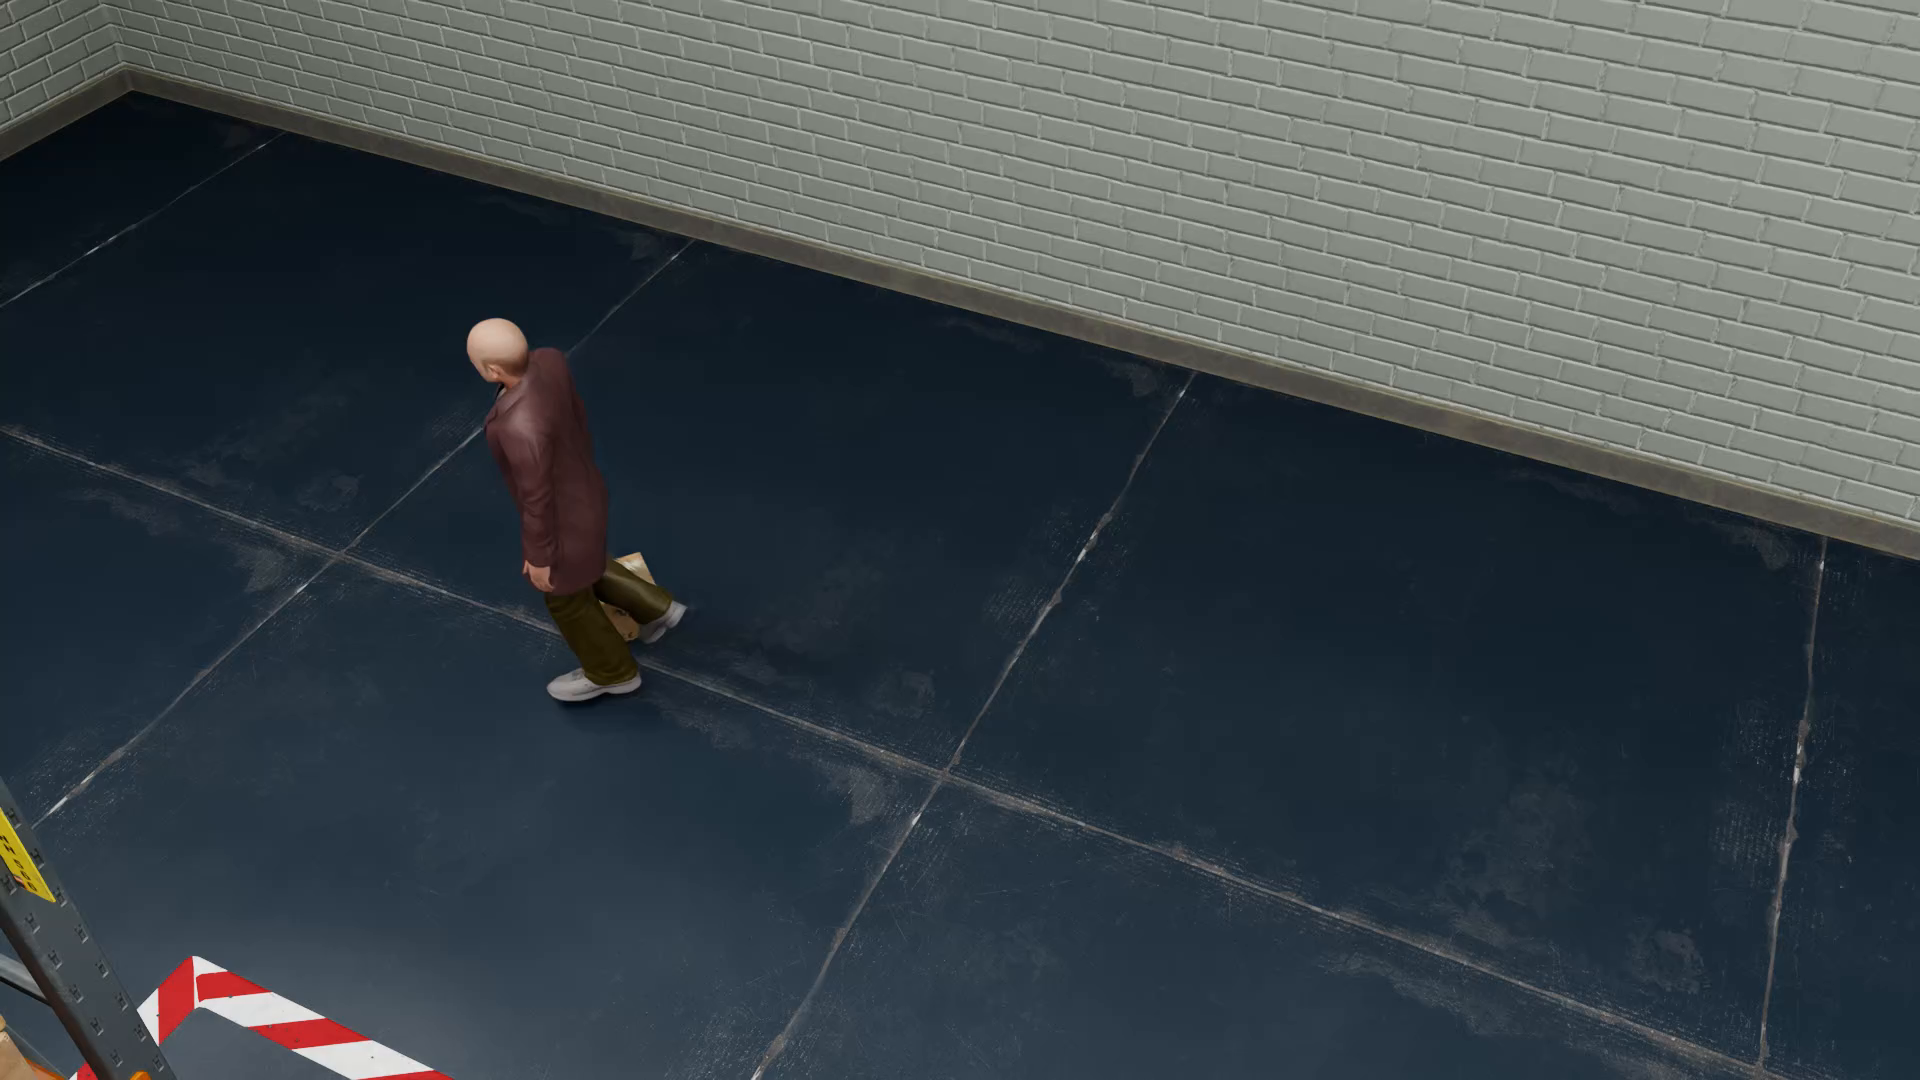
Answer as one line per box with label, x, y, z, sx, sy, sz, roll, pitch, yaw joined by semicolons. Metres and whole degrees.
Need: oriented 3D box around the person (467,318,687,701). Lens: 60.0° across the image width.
person;-1.407;-0.085;6.280;0.609;1.695;0.633;-1;41;-1
